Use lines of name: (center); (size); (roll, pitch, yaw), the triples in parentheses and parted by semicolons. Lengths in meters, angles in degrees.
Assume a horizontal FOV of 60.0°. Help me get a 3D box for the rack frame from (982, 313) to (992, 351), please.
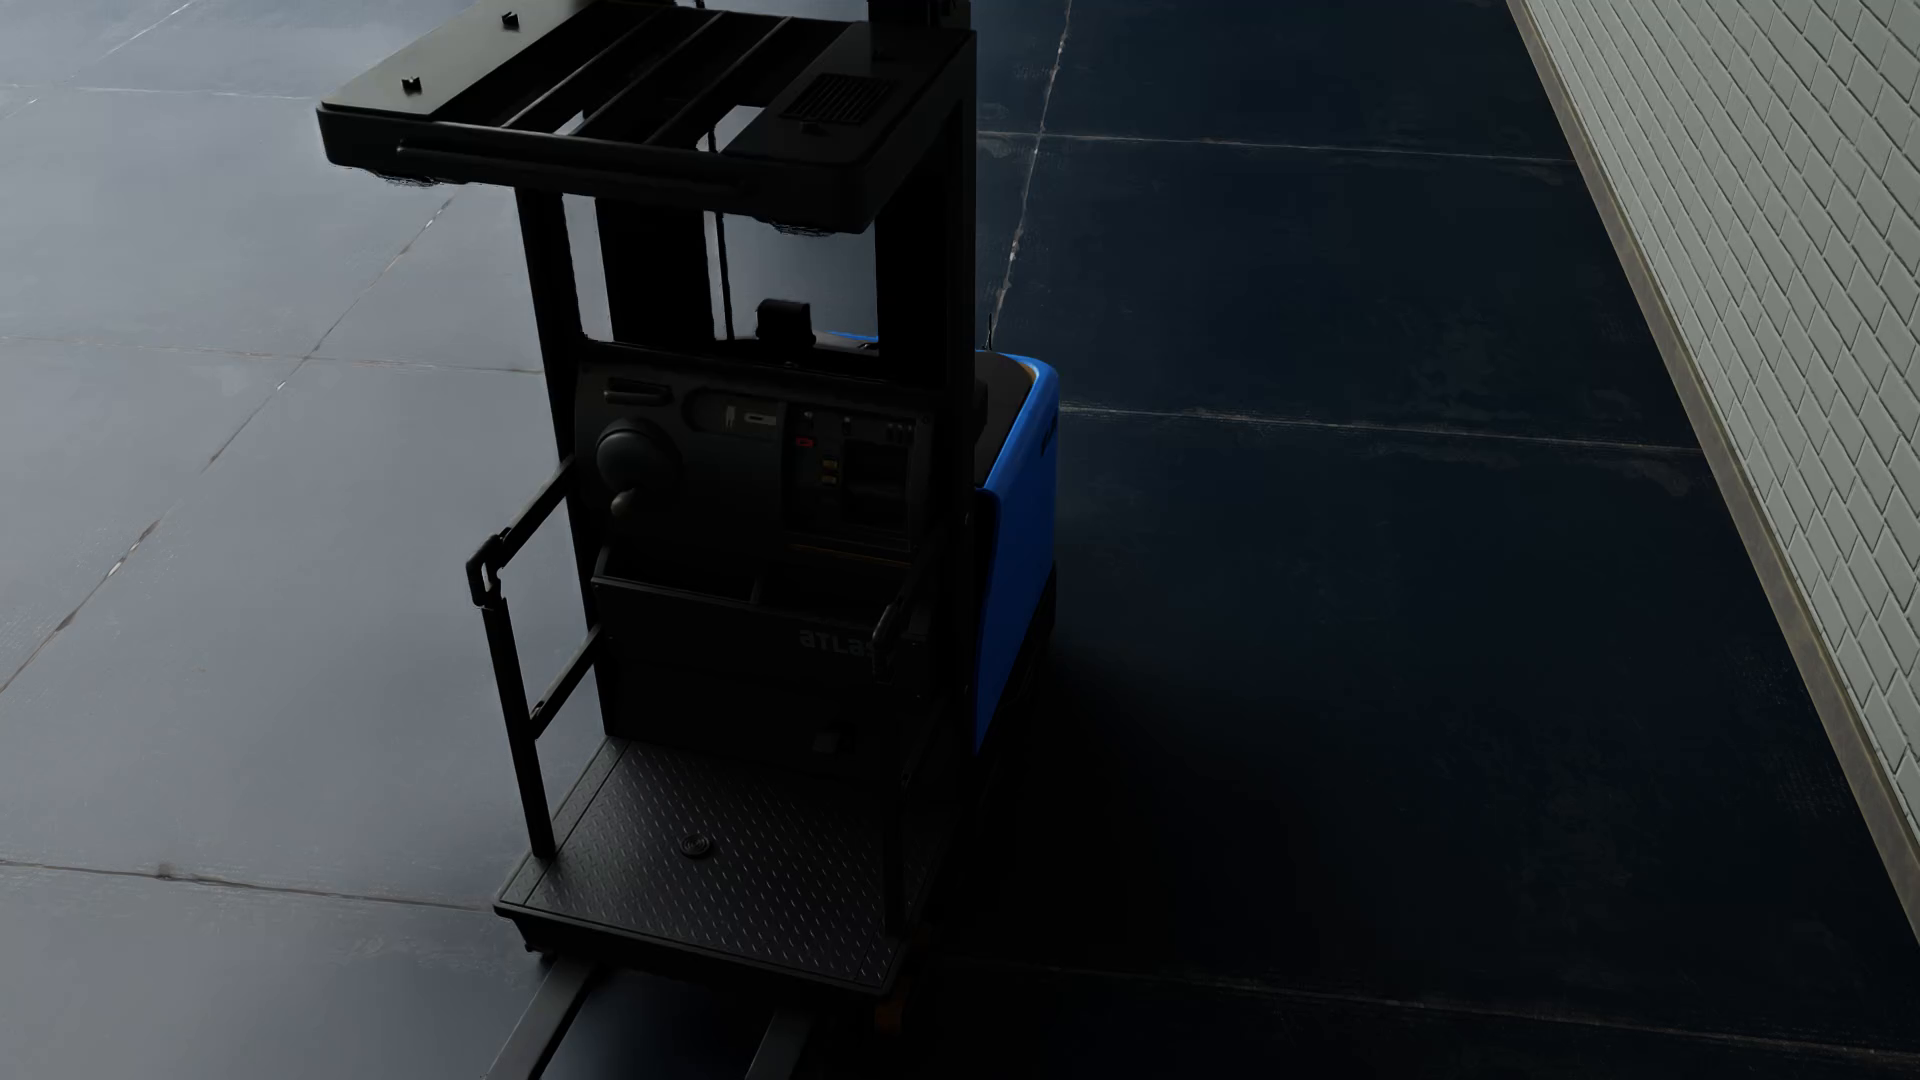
rack frame: (0.093, -0.359, 5.979); (0.006, 0.900, 0.240); (4, 36, 6)

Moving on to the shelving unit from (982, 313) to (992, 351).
shelving unit: (-0.008, -0.367, 5.989); (0.210, 0.900, 0.258); (4, 36, 6)

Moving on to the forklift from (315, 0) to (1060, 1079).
forklift: (-0.569, -0.136, 3.918); (1.130, 2.935, 3.031); (9, 37, 13)
